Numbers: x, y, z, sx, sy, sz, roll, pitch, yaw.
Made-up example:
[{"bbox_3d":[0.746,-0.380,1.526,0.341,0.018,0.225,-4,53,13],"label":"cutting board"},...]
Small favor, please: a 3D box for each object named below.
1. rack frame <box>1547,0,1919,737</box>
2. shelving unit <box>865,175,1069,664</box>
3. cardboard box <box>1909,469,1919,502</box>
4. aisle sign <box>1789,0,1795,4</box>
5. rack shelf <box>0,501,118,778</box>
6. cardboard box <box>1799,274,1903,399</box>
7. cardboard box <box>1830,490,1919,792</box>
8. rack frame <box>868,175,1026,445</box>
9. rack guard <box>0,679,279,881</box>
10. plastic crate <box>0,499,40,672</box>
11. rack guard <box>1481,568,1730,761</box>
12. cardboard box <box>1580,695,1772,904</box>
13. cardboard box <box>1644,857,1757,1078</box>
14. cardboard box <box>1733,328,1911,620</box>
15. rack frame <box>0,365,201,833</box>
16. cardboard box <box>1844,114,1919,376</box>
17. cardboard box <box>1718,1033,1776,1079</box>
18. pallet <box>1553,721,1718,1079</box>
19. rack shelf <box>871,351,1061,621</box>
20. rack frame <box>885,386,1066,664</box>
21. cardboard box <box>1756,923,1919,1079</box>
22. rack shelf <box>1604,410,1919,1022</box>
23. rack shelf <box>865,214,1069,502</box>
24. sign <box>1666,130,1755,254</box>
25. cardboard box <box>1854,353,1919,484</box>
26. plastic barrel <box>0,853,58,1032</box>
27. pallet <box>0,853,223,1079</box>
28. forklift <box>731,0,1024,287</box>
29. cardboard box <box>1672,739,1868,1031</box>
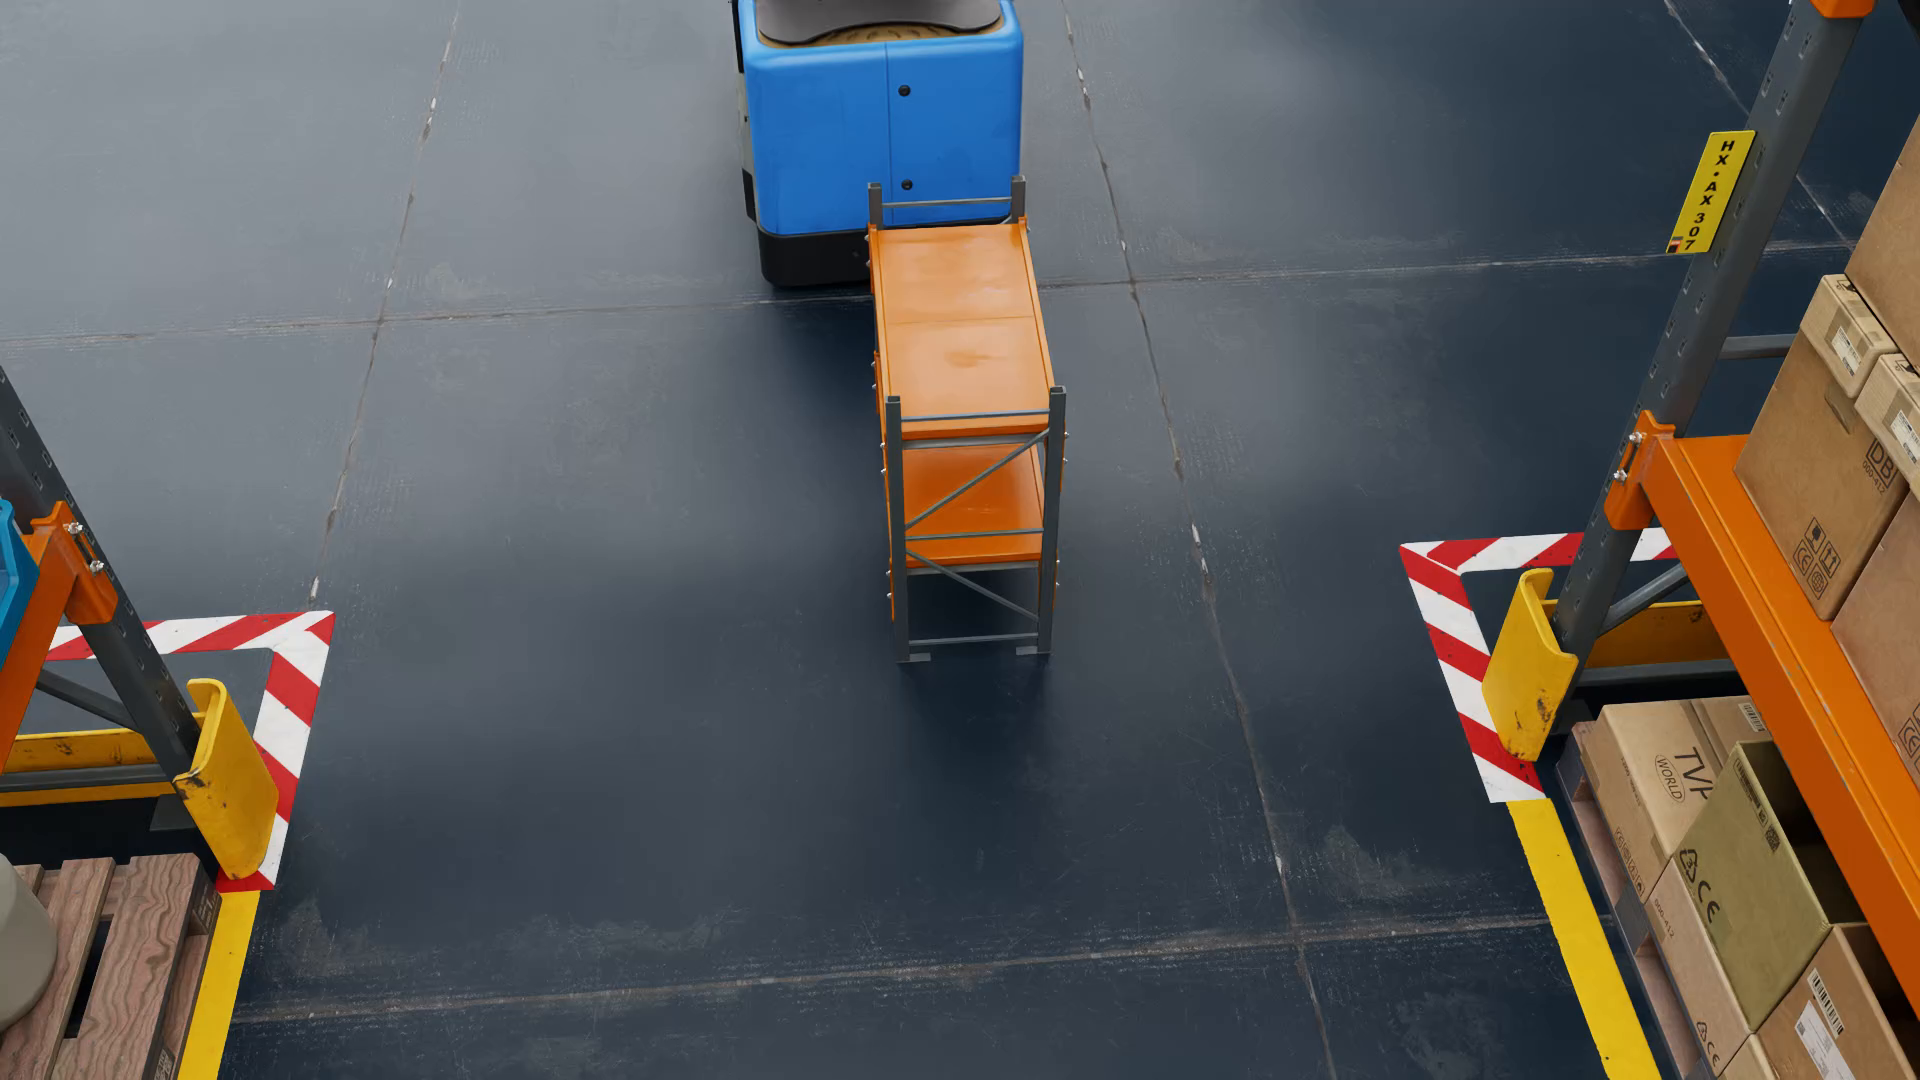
[{"bbox_3d":[2.256,-0.490,4.149,1.000,3.000,0.127,-3,47,-3],"label":"rack frame"},{"bbox_3d":[0.001,-0.382,5.337,0.538,1.125,1.048,-3,47,-3],"label":"shelving unit"},{"bbox_3d":[2.118,-0.080,3.244,0.380,0.149,0.250,-3,47,-3],"label":"cardboard box"},{"bbox_3d":[1.945,-1.413,3.232,0.394,0.787,0.004,-3,47,-3],"label":"aisle sign"},{"bbox_3d":[-2.513,1.502,2.757,1.077,0.370,4.000,-3,47,-3],"label":"rack shelf"},{"bbox_3d":[2.074,-0.451,3.595,0.380,0.149,0.250,-4,47,-4],"label":"cardboard box"},{"bbox_3d":[2.331,0.193,3.432,0.700,0.500,0.500,-2,47,-2],"label":"cardboard box"},{"bbox_3d":[-0.042,-0.750,5.685,0.500,1.125,0.032,-3,47,-3],"label":"rack frame"},{"bbox_3d":[-2.627,0.720,4.724,1.175,0.500,0.348,-3,47,-3],"label":"rack guard"},{"bbox_3d":[-2.340,0.203,3.594,0.499,0.251,0.616,-3,47,-3],"label":"plastic crate"},{"bbox_3d":[2.254,0.352,5.073,1.175,0.500,0.348,-3,47,-3],"label":"rack guard"},{"bbox_3d":[2.079,0.712,4.614,0.500,0.250,0.500,-3,47,-3],"label":"cardboard box"},{"bbox_3d":[2.125,1.074,4.272,0.500,0.250,0.500,-3,47,-3],"label":"cardboard box"},{"bbox_3d":[2.282,-0.186,3.792,0.700,0.500,0.500,-3,47,-3],"label":"cardboard box"},{"bbox_3d":[-2.680,-0.192,3.866,1.000,3.000,0.127,-3,47,-3],"label":"rack frame"},{"bbox_3d":[2.287,-0.594,3.284,0.700,0.500,0.500,-3,47,-3],"label":"cardboard box"},{"bbox_3d":[2.166,1.435,3.929,0.500,0.250,0.500,-3,47,-3],"label":"cardboard box"},{"bbox_3d":[2.362,1.019,4.639,1.003,0.211,1.213,-3,47,-3],"label":"pallet"},{"bbox_3d":[0.001,-0.214,5.514,0.538,0.278,1.000,-3,47,-3],"label":"rack shelf"},{"bbox_3d":[0.043,-0.014,4.989,0.500,1.125,0.032,-3,47,-3],"label":"rack frame"},{"bbox_3d":[2.178,1.177,3.658,0.500,0.500,0.500,-3,47,-3],"label":"cardboard box"},{"bbox_3d":[2.423,1.204,3.039,1.077,0.370,4.000,-3,47,-3],"label":"rack shelf"},{"bbox_3d":[0.001,-0.583,5.124,0.538,0.278,1.000,-3,47,-3],"label":"rack shelf"},{"bbox_3d":[1.702,-0.786,3.778,0.100,0.325,0.005,-3,47,-3],"label":"sign"},{"bbox_3d":[2.099,-0.260,3.415,0.380,0.149,0.250,-5,47,-4],"label":"cardboard box"},{"bbox_3d":[-2.549,0.990,4.170,0.421,0.512,0.421,0,47,0],"label":"plastic barrel"},{"bbox_3d":[-2.565,1.407,4.272,1.003,0.211,1.213,-3,47,-3],"label":"pallet"},{"bbox_3d":[-0.470,-3.096,6.663,1.130,2.935,3.031,-6,47,-6],"label":"forklift"},{"bbox_3d":[2.123,0.816,3.999,0.500,0.500,0.500,-3,47,-3],"label":"cardboard box"}]
